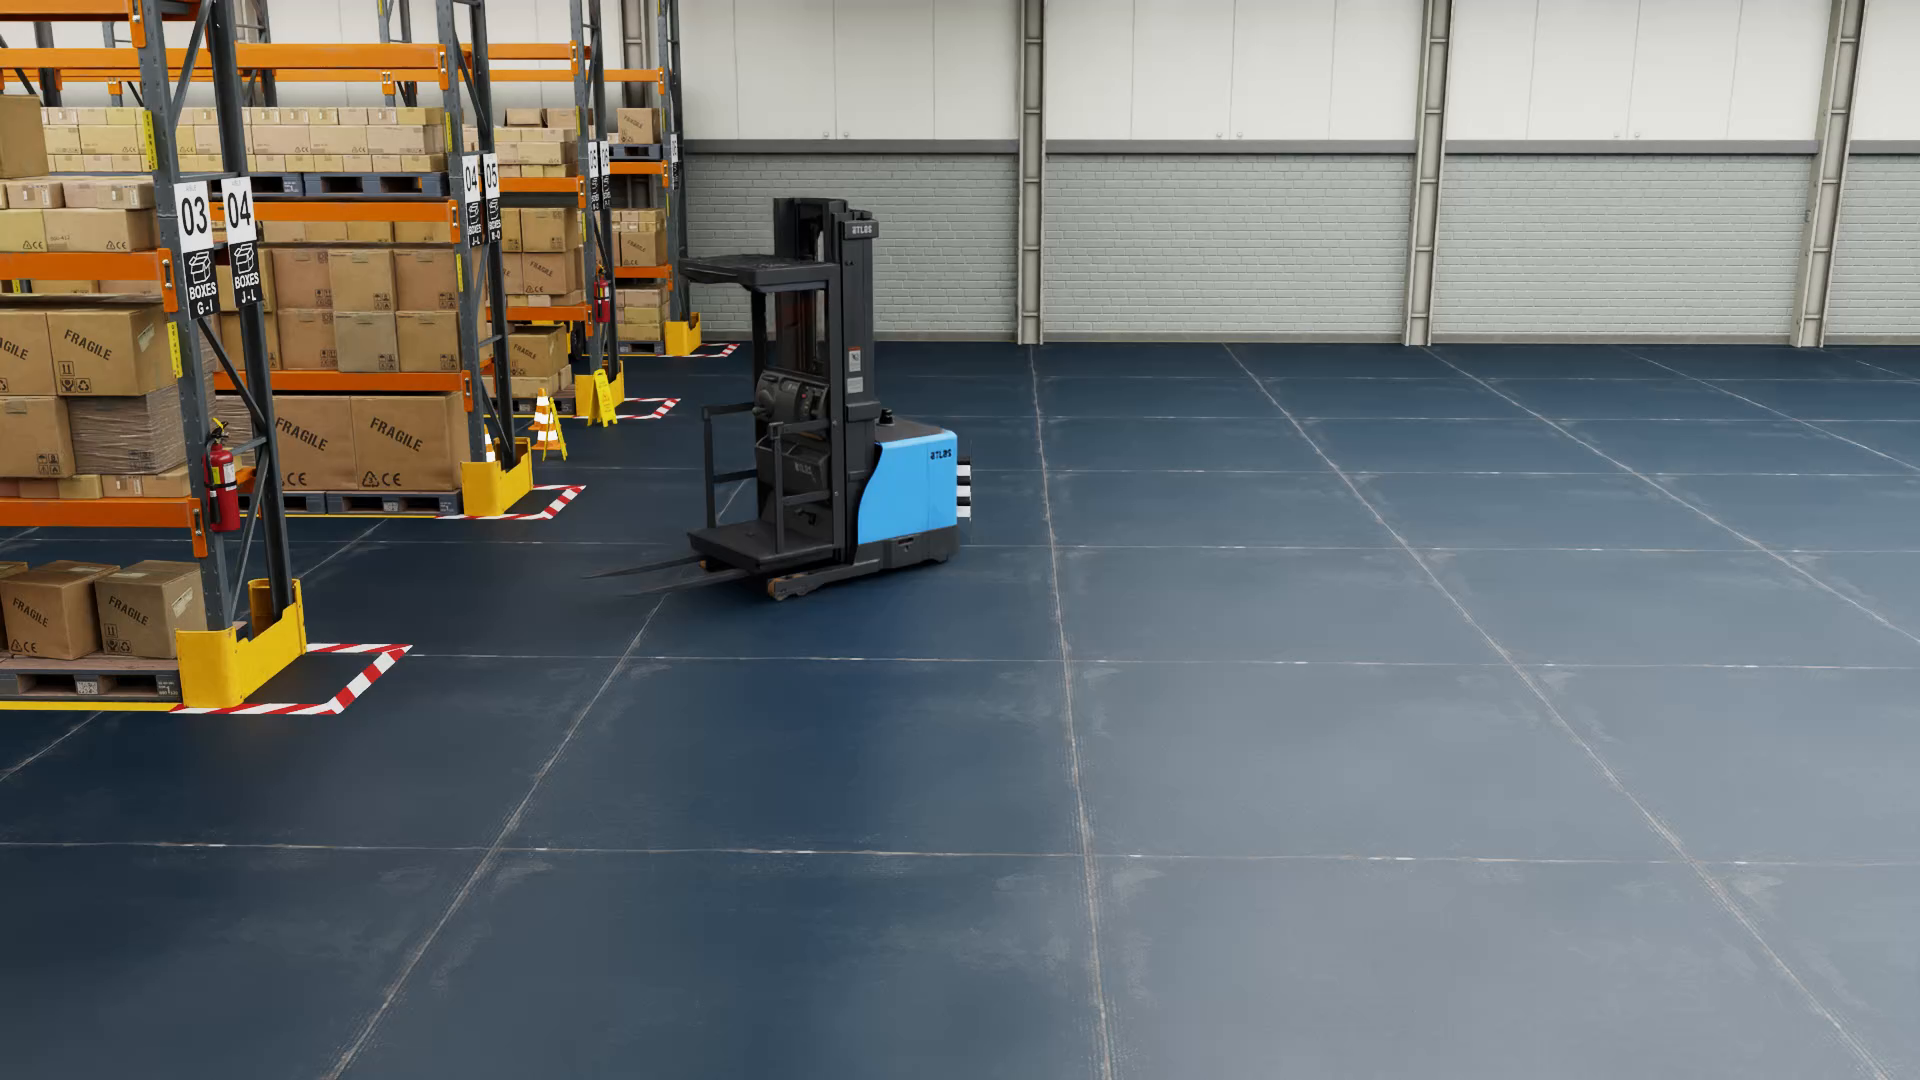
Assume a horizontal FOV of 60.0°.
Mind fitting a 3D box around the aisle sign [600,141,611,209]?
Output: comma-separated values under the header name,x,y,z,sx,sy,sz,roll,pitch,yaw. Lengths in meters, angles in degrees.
name,x,y,z,sx,sy,sz,roll,pitch,yaw
aisle sign,-4.279,-4.413,20.092,0.004,0.787,0.394,0,15,1

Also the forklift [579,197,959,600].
name,x,y,z,sx,sy,sz,roll,pitch,yaw
forklift,-1.470,-1.111,12.806,3.031,2.935,1.130,-12,19,-38

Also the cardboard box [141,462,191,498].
name,x,y,z,sx,sy,sz,roll,pitch,yaw
cardboard box,-4.892,-0.378,10.386,0.250,0.149,0.380,0,15,1

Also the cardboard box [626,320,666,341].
name,x,y,z,sx,sy,sz,roll,pitch,yaw
cardboard box,-4.704,-3.140,24.927,0.500,0.250,0.500,0,15,2

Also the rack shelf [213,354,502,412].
name,x,y,z,sx,sy,sz,roll,pitch,yaw
rack shelf,-6.374,-1.480,15.480,4.000,0.370,1.077,0,15,1

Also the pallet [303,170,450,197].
name,x,y,z,sx,sy,sz,roll,pitch,yaw
pallet,-5.116,-3.225,14.976,1.213,0.211,1.003,0,15,1

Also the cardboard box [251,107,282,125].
name,x,y,z,sx,sy,sz,roll,pitch,yaw
cardboard box,-5.991,-3.705,14.532,0.250,0.149,0.380,0,15,1

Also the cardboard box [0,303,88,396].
name,x,y,z,sx,sy,sz,roll,pitch,yaw
cardboard box,-5.658,-1.169,10.150,0.500,0.500,0.500,0,15,1

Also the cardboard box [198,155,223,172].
name,x,y,z,sx,sy,sz,roll,pitch,yaw
cardboard box,-6.497,-3.322,14.645,0.250,0.149,0.380,1,15,2

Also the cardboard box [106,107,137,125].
name,x,y,z,sx,sy,sz,roll,pitch,yaw
cardboard box,-7.256,-3.713,14.564,0.250,0.149,0.380,0,15,1

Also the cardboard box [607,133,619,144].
name,x,y,z,sx,sy,sz,roll,pitch,yaw
cardboard box,-5.062,-5.852,24.234,0.250,0.149,0.380,0,15,0

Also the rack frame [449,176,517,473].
name,x,y,z,sx,sy,sz,roll,pitch,yaw
rack frame,-4.374,-1.815,15.339,0.127,3.000,1.000,0,15,1

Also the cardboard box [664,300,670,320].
name,x,y,z,sx,sy,sz,roll,pitch,yaw
cardboard box,-4.691,-3.515,25.370,0.500,0.250,0.500,1,15,2

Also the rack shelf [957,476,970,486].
name,x,y,z,sx,sy,sz,roll,pitch,yaw
rack shelf,-0.008,-0.490,14.211,0.200,0.077,0.258,0,15,1

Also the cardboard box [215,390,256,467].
name,x,y,z,sx,sy,sz,roll,pitch,yaw
cardboard box,-6.845,-0.990,15.553,0.875,0.875,0.875,0,15,2

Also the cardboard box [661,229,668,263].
name,x,y,z,sx,sy,sz,roll,pitch,yaw
cardboard box,-4.714,-4.466,25.192,0.500,0.500,0.500,1,15,3

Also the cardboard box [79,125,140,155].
name,x,y,z,sx,sy,sz,roll,pitch,yaw
cardboard box,-7.387,-3.536,14.676,0.500,0.250,0.500,0,15,1

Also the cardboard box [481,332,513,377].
name,x,y,z,sx,sy,sz,roll,pitch,yaw
cardboard box,-5.678,-2.255,20.105,0.500,0.500,0.500,1,15,4

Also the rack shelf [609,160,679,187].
name,x,y,z,sx,sy,sz,roll,pitch,yaw
rack shelf,-6.225,-5.459,24.682,4.000,0.370,1.077,0,15,1

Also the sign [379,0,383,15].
name,x,y,z,sx,sy,sz,roll,pitch,yaw
sign,-8.227,-7.622,23.603,0.005,0.325,0.100,0,15,1

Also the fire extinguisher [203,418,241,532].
name,x,y,z,sx,sy,sz,roll,pitch,yaw
fire extinguisher,-4.499,-0.395,10.108,0.183,0.674,0.296,0,15,1

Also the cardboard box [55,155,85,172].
name,x,y,z,sx,sy,sz,roll,pitch,yaw
cardboard box,-7.759,-3.331,14.678,0.250,0.149,0.380,0,15,2

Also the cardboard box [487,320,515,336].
name,x,y,z,sx,sy,sz,roll,pitch,yaw
cardboard box,-5.525,-2.552,19.957,0.250,0.149,0.380,1,15,3

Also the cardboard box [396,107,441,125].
name,x,y,z,sx,sy,sz,roll,pitch,yaw
cardboard box,-4.720,-3.696,14.500,0.250,0.149,0.380,1,15,2

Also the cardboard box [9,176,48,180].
name,x,y,z,sx,sy,sz,roll,pitch,yaw
cardboard box,-5.897,-2.201,10.435,0.250,0.149,0.380,0,15,1

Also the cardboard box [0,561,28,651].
name,x,y,z,sx,sy,sz,roll,pitch,yaw
cardboard box,-6.450,0.443,10.859,0.500,0.500,0.500,2,15,7

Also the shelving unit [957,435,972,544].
name,x,y,z,sx,sy,sz,roll,pitch,yaw
shelving unit,-0.008,-0.435,14.225,0.210,0.900,0.258,0,15,1

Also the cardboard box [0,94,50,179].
name,x,y,z,sx,sy,sz,roll,pitch,yaw
cardboard box,-6.079,-2.513,10.347,0.500,0.500,0.500,0,15,1

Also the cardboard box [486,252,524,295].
name,x,y,z,sx,sy,sz,roll,pitch,yaw
cardboard box,-5.399,-3.208,19.839,0.500,0.500,0.500,0,15,2

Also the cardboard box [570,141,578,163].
name,x,y,z,sx,sy,sz,roll,pitch,yaw
cardboard box,-4.845,-4.671,19.994,0.500,0.250,0.500,0,15,0

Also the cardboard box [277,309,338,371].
name,x,y,z,sx,sy,sz,roll,pitch,yaw
cardboard box,-5.853,-1.912,15.413,0.550,0.550,0.875,0,15,1

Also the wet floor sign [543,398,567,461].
name,x,y,z,sx,sy,sz,roll,pitch,yaw
wet floor sign,-4.295,-1.181,17.552,0.232,0.644,0.267,-2,15,-8

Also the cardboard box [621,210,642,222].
name,x,y,z,sx,sy,sz,roll,pitch,yaw
cardboard box,-4.837,-4.792,24.572,0.250,0.149,0.380,0,15,2

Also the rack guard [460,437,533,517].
name,x,y,z,sx,sy,sz,roll,pitch,yaw
rack guard,-4.350,-0.606,15.657,0.348,0.500,1.175,0,15,1

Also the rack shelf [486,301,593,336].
name,x,y,z,sx,sy,sz,roll,pitch,yaw
rack shelf,-6.348,-2.743,20.267,4.000,0.370,1.077,0,15,1

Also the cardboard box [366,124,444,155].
name,x,y,z,sx,sy,sz,roll,pitch,yaw
cardboard box,-4.871,-3.520,14.613,0.500,0.250,0.500,1,15,2

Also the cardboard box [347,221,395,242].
name,x,y,z,sx,sy,sz,roll,pitch,yaw
cardboard box,-6.902,-3.702,19.754,0.500,0.500,0.700,0,15,0

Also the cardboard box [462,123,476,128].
name,x,y,z,sx,sy,sz,roll,pitch,yaw
cardboard box,-7.399,-5.961,24.329,0.500,0.311,0.500,1,15,3

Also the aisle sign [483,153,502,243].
name,x,y,z,sx,sy,sz,roll,pitch,yaw
aisle sign,-4.296,-3.148,15.295,0.004,0.787,0.394,0,15,1

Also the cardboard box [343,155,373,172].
name,x,y,z,sx,sy,sz,roll,pitch,yaw
cardboard box,-5.224,-3.314,14.615,0.250,0.149,0.380,1,15,2

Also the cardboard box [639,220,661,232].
name,x,y,z,sx,sy,sz,roll,pitch,yaw
cardboard box,-4.580,-4.636,24.566,0.250,0.149,0.380,1,15,2

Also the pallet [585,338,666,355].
name,x,y,z,sx,sy,sz,roll,pitch,yaw
pallet,-4.991,-2.990,25.258,1.213,0.211,1.003,0,15,1

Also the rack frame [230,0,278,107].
name,x,y,z,sx,sy,sz,roll,pitch,yaw
rack frame,-8.348,-6.005,19.459,0.127,3.000,1.000,0,15,1

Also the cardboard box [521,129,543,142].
name,x,y,z,sx,sy,sz,roll,pitch,yaw
cardboard box,-4.951,-4.731,19.440,0.250,0.149,0.380,1,15,2

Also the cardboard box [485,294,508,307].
name,x,y,z,sx,sy,sz,roll,pitch,yaw
cardboard box,-5.498,-2.879,19.864,0.250,0.149,0.380,1,15,2

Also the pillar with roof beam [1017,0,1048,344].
name,x,y,z,sx,sy,sz,roll,pitch,yaw
pillar with roof beam,0.989,-6.342,20.738,0.400,9.000,9.100,0,15,1

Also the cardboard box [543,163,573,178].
name,x,y,z,sx,sy,sz,roll,pitch,yaw
cardboard box,-4.713,-4.338,19.514,0.250,0.149,0.380,0,15,2

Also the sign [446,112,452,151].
name,x,y,z,sx,sy,sz,roll,pitch,yaw
sign,-4.402,-3.517,14.329,0.005,0.325,0.100,0,15,1

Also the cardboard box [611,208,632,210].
name,x,y,z,sx,sy,sz,roll,pitch,yaw
cardboard box,-5.081,-4.915,25.037,0.250,0.149,0.380,1,15,2

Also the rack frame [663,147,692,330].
name,x,y,z,sx,sy,sz,roll,pitch,yaw
rack frame,-4.226,-4.344,24.924,0.127,3.000,1.000,0,15,1

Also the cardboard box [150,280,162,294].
name,x,y,z,sx,sy,sz,roll,pitch,yaw
cardboard box,-6.916,-2.412,15.191,0.550,0.550,0.875,0,15,1
